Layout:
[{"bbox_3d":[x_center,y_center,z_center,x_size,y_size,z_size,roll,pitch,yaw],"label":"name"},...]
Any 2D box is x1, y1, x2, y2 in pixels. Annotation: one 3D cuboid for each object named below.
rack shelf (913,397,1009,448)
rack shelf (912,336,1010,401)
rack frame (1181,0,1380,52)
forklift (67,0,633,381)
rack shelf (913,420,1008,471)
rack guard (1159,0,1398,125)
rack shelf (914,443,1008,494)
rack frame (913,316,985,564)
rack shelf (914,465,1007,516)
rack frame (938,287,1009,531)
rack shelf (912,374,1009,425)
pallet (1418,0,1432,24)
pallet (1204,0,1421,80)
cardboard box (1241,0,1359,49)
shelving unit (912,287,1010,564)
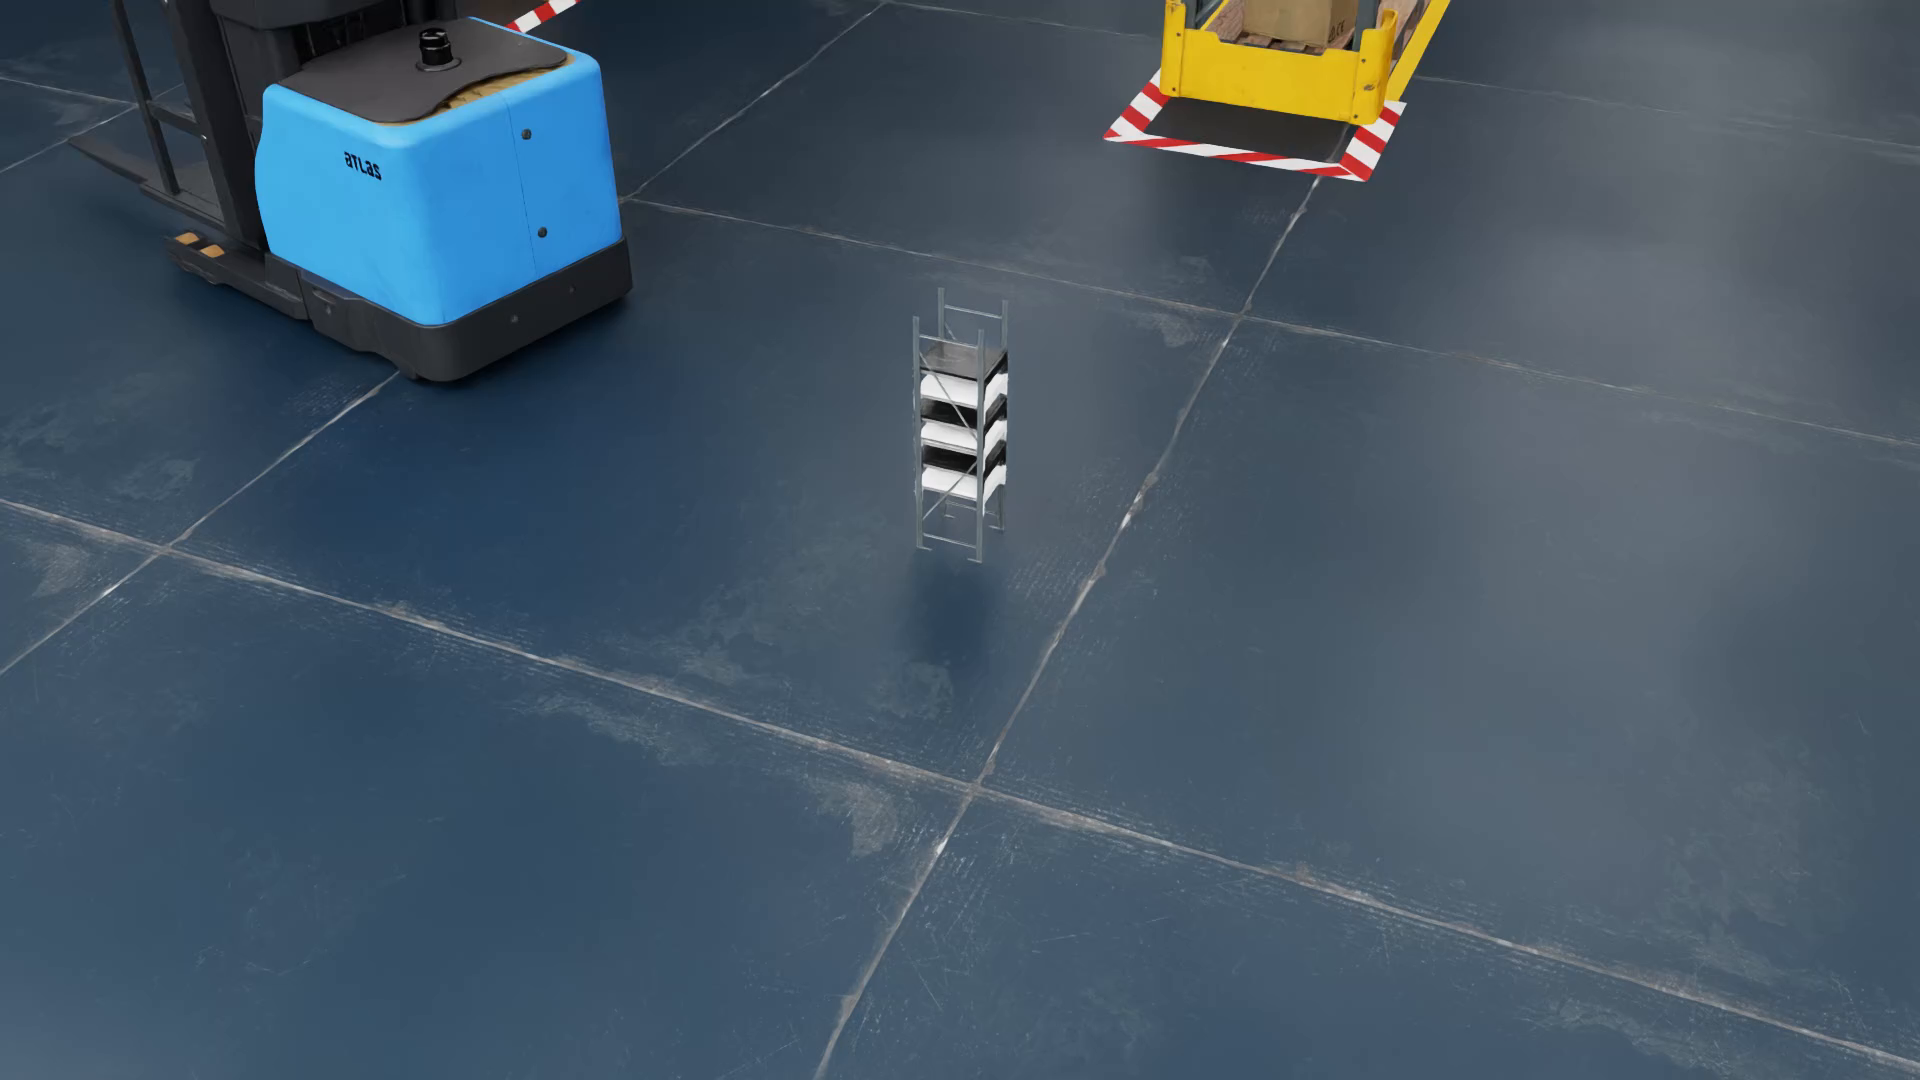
[{"bbox_3d":[0.003,-0.410,5.453,0.258,0.077,0.200,14,39,18],"label":"rack shelf"},{"bbox_3d":[0.003,-0.555,5.345,0.258,0.077,0.200,14,39,18],"label":"rack shelf"},{"bbox_3d":[1.635,-3.529,7.965,1.000,3.000,0.127,14,39,18],"label":"rack frame"},{"bbox_3d":[-2.864,-2.510,6.660,3.031,2.935,1.130,25,43,29],"label":"forklift"},{"bbox_3d":[0.003,-0.338,5.507,0.258,0.077,0.200,14,39,18],"label":"rack shelf"},{"bbox_3d":[1.664,-2.569,8.770,1.175,0.500,0.348,14,39,18],"label":"rack guard"},{"bbox_3d":[0.003,-0.266,5.560,0.258,0.077,0.200,14,39,18],"label":"rack shelf"},{"bbox_3d":[-0.036,-0.309,5.411,0.240,0.900,0.006,14,39,18],"label":"rack frame"},{"bbox_3d":[0.003,-0.194,5.614,0.258,0.077,0.200,14,39,18],"label":"rack shelf"},{"bbox_3d":[0.042,-0.421,5.562,0.240,0.900,0.006,14,39,18],"label":"rack frame"},{"bbox_3d":[0.003,-0.482,5.399,0.258,0.077,0.200,14,39,18],"label":"rack shelf"},{"bbox_3d":[2.472,-3.569,10.348,1.003,0.211,1.213,14,39,18],"label":"pallet"},{"bbox_3d":[2.006,-2.895,9.448,1.003,0.211,1.213,14,39,18],"label":"pallet"},{"bbox_3d":[1.888,-3.037,9.045,0.500,0.500,0.500,21,42,26],"label":"cardboard box"},{"bbox_3d":[0.003,-0.365,5.487,0.258,0.900,0.210,14,39,18],"label":"shelving unit"}]
